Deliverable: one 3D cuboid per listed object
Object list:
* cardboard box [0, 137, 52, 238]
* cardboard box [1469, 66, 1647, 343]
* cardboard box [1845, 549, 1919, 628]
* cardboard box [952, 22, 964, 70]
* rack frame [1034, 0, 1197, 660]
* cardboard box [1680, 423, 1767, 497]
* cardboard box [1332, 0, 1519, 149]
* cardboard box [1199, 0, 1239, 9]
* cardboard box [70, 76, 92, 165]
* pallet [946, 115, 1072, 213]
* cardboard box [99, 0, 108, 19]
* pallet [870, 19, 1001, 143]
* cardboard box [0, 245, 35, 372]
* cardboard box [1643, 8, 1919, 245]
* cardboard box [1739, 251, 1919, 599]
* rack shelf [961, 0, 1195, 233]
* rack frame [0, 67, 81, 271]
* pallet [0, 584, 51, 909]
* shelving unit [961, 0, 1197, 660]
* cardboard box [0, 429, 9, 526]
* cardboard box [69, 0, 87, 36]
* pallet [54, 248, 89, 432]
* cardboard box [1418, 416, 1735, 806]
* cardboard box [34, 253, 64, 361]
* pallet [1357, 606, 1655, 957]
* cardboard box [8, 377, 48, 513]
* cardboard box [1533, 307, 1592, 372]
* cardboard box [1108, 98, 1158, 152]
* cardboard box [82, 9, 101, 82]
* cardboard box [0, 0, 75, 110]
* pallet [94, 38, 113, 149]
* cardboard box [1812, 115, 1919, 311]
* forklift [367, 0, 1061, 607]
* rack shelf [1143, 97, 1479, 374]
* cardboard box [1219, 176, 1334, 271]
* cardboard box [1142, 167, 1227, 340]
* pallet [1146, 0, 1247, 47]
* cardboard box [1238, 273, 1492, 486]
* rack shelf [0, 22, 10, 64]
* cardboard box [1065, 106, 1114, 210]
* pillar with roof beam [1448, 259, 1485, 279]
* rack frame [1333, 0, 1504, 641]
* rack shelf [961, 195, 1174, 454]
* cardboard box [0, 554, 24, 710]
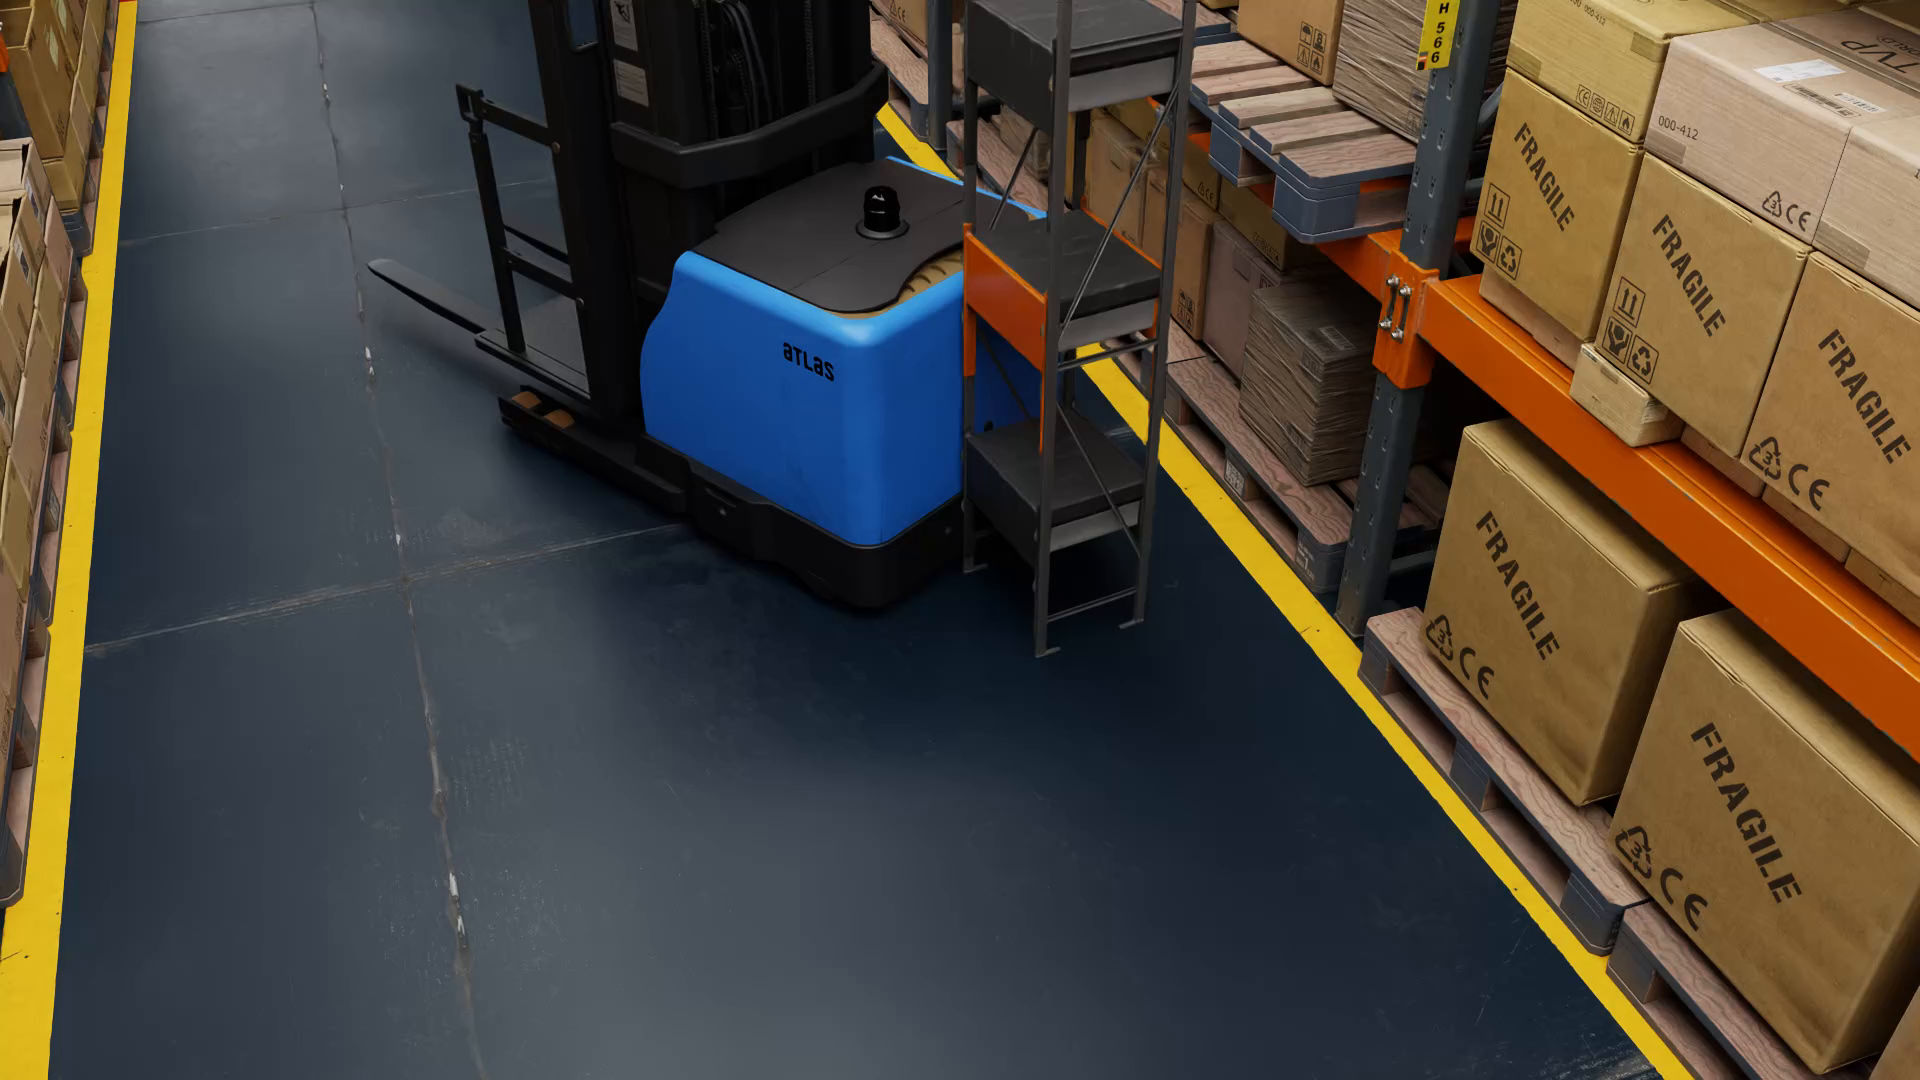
[{"bbox_3d":[-3.911,-1.370,6.545,0.500,0.311,0.500,-12,39,-16],"label":"cardboard box"},{"bbox_3d":[1.634,-0.853,4.042,0.500,0.500,0.500,-11,38,-15],"label":"cardboard box"},{"bbox_3d":[2.072,0.034,3.404,0.380,0.149,0.250,-12,39,-15],"label":"cardboard box"},{"bbox_3d":[0.118,-2.613,8.716,0.380,0.166,0.250,-18,40,-22],"label":"cardboard box"},{"bbox_3d":[0.415,-0.520,4.695,0.400,2.100,0.015,-17,40,-22],"label":"rack frame"},{"bbox_3d":[1.895,-0.259,3.793,0.380,0.149,0.250,-13,39,-16],"label":"cardboard box"},{"bbox_3d":[1.536,-1.493,4.790,0.700,0.500,0.500,-17,40,-21],"label":"cardboard box"},{"bbox_3d":[1.086,-2.192,5.718,0.700,0.500,0.500,-12,39,-16],"label":"cardboard box"},{"bbox_3d":[-4.362,-1.923,7.747,0.500,0.250,0.500,-12,39,-16],"label":"cardboard box"},{"bbox_3d":[0.600,-1.720,7.858,1.003,0.211,1.213,-12,39,-16],"label":"pallet"},{"bbox_3d":[-5.051,-3.053,9.246,0.500,0.250,0.500,-12,39,-16],"label":"cardboard box"},{"bbox_3d":[0.066,-2.532,8.935,1.003,0.211,1.213,-12,39,-16],"label":"pallet"},{"bbox_3d":[-3.557,-0.795,5.782,0.500,0.311,0.500,-13,39,-16],"label":"cardboard box"},{"bbox_3d":[1.807,-0.867,3.437,0.500,0.250,0.500,-13,39,-17],"label":"cardboard box"},{"bbox_3d":[1.975,-0.275,3.275,0.500,0.500,0.500,-13,39,-16],"label":"cardboard box"},{"bbox_3d":[0.303,-1.198,4.455,0.431,0.518,0.480,-17,40,-22],"label":"rack shelf"},{"bbox_3d":[-4.319,-2.246,6.238,1.000,3.000,0.127,-12,39,-16],"label":"rack frame"},{"bbox_3d":[-3.190,0.655,4.705,1.003,0.211,1.213,-12,39,-16],"label":"pallet"},{"bbox_3d":[0.303,-0.650,4.867,0.431,2.100,0.503,-17,40,-22],"label":"shelving unit"},{"bbox_3d":[-3.210,-0.220,5.019,0.500,0.311,0.500,-13,39,-17],"label":"cardboard box"},{"bbox_3d":[-4.703,-2.788,8.272,0.500,0.500,0.500,-12,39,-16],"label":"cardboard box"},{"bbox_3d":[-4.029,-0.724,6.535,1.003,0.211,1.213,-12,39,-16],"label":"pallet"},{"bbox_3d":[1.837,0.120,4.535,0.750,0.750,0.750,-13,39,-17],"label":"cardboard box"},{"bbox_3d":[-3.732,-0.855,6.328,0.500,0.250,0.500,-13,39,-17],"label":"cardboard box"},{"bbox_3d":[1.907,0.561,4.830,1.003,0.211,1.213,-12,39,-16],"label":"pallet"},{"bbox_3d":[-3.382,-0.278,5.562,0.500,0.250,0.500,-12,39,-15],"label":"cardboard box"},{"bbox_3d":[1.681,-0.543,4.170,0.380,0.149,0.250,-12,39,-15],"label":"cardboard box"},{"bbox_3d":[0.937,-1.797,6.731,0.500,0.250,0.500,-14,39,-17],"label":"cardboard box"},{"bbox_3d":[-4.707,-2.488,8.496,0.500,0.250,0.500,-12,39,-16],"label":"cardboard box"},{"bbox_3d":[-4.365,-2.222,7.520,0.500,0.500,0.500,-12,39,-16],"label":"cardboard box"},{"bbox_3d":[-4.977,-2.280,8.601,1.003,0.211,1.213,-12,39,-16],"label":"pallet"},{"bbox_3d":[1.982,-0.585,3.063,0.500,0.250,0.500,-12,39,-16],"label":"cardboard box"},{"bbox_3d":[-1.093,-1.700,5.571,3.031,2.935,1.130,27,45,31],"label":"forklift"},{"bbox_3d":[1.019,-1.856,6.319,1.077,0.370,4.000,-12,39,-16],"label":"rack shelf"},{"bbox_3d":[1.273,-1.221,5.967,0.500,0.250,0.500,-12,39,-15],"label":"cardboard box"},{"bbox_3d":[1.144,-1.177,6.531,0.700,0.500,0.500,-13,39,-16],"label":"cardboard box"},{"bbox_3d":[0.987,-2.047,6.134,1.003,0.211,1.213,-12,39,-16],"label":"pallet"},{"bbox_3d":[1.410,-0.587,5.748,0.700,0.500,0.500,-12,39,-15],"label":"cardboard box"},{"bbox_3d":[-5.008,-3.088,7.954,1.077,0.370,4.000,-12,39,-16],"label":"rack shelf"},{"bbox_3d":[0.824,-1.757,7.301,0.700,0.500,0.500,-13,39,-17],"label":"cardboard box"},{"bbox_3d":[-1.970,-3.432,2.827,9.100,9.000,0.400,-12,39,-16],"label":"pillar with roof beam"},{"bbox_3d":[1.707,-1.014,4.603,1.000,3.000,0.127,-12,39,-16],"label":"rack frame"},{"bbox_3d":[0.303,-0.639,4.876,0.431,0.518,0.480,-17,40,-22],"label":"rack shelf"},{"bbox_3d":[-3.021,0.304,4.789,0.500,0.250,0.500,-13,39,-17],"label":"cardboard box"}]
